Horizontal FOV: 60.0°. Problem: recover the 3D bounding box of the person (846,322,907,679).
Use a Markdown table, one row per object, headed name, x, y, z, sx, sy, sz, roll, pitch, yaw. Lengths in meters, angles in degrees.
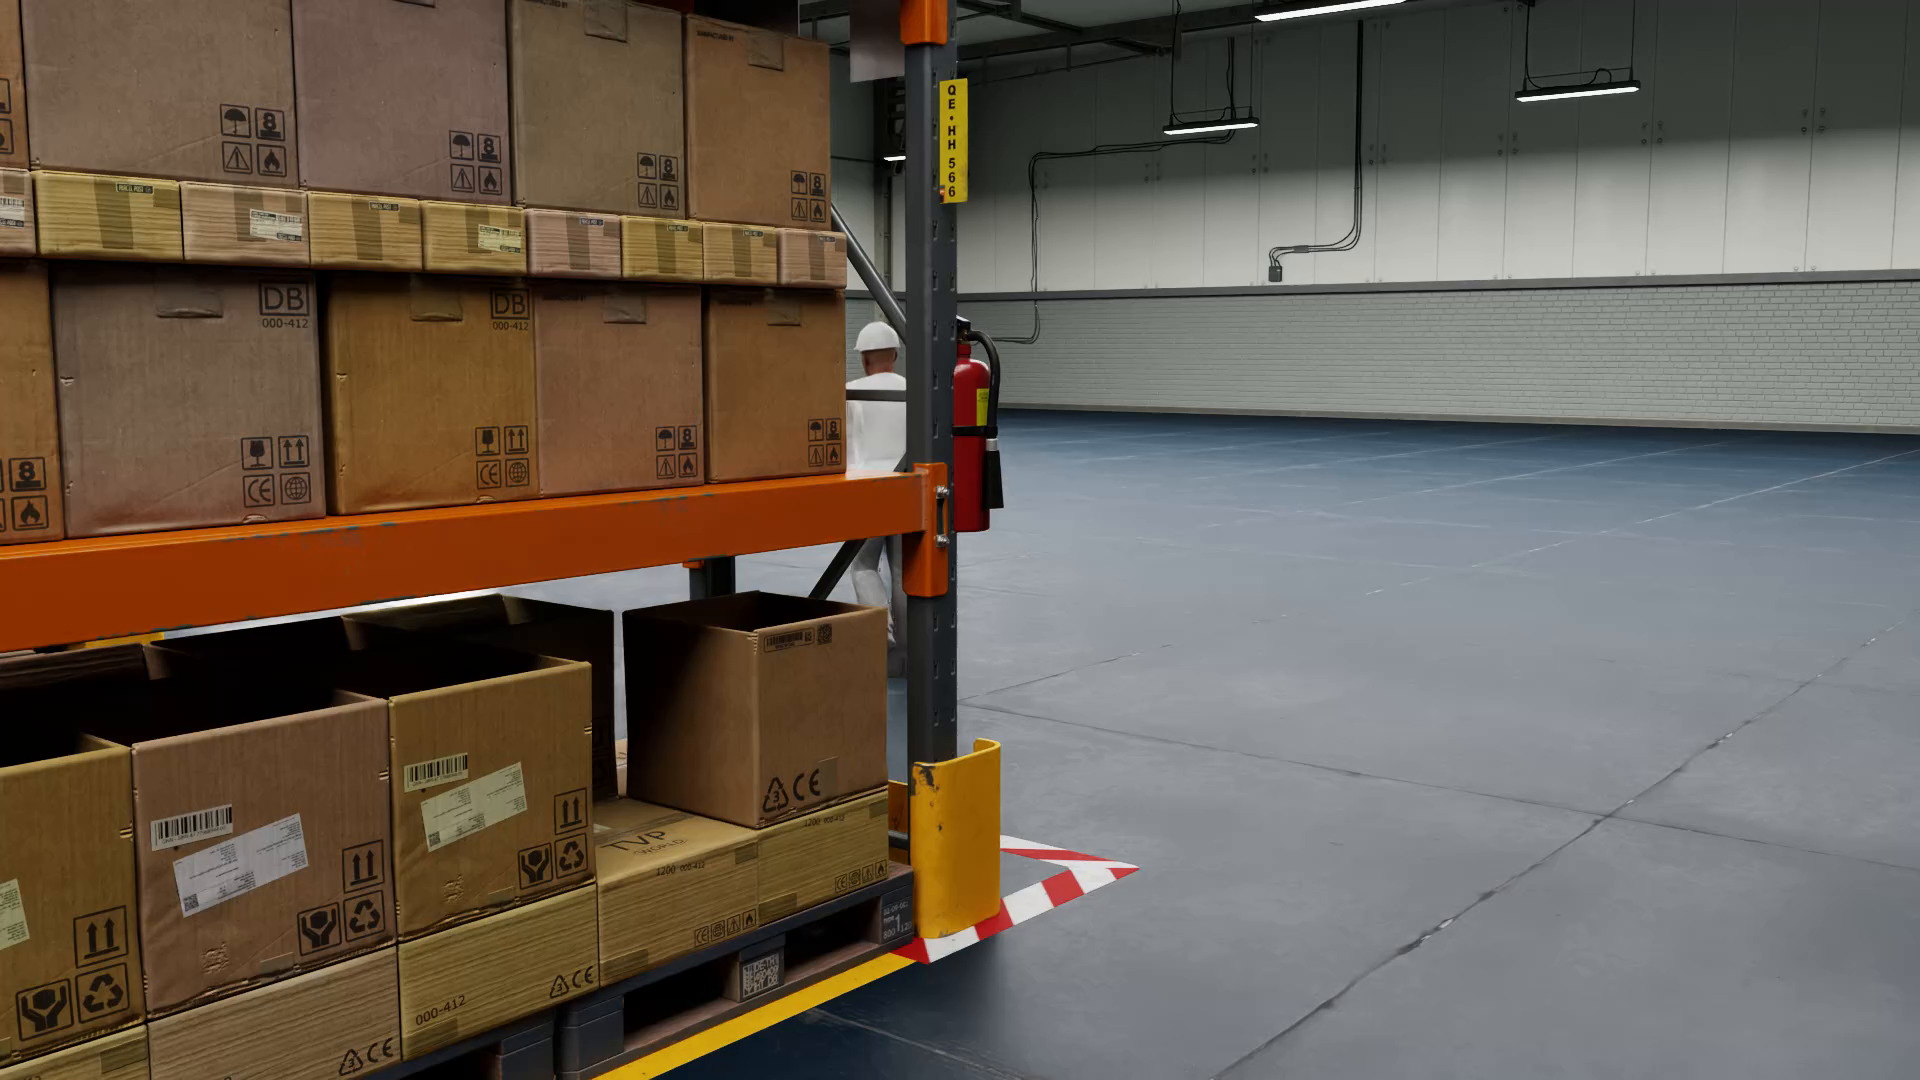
| name | x | y | z | sx | sy | sz | roll | pitch | yaw |
| --- | --- | --- | --- | --- | --- | --- | --- | --- | --- |
| person | -0.358 | -0.196 | 8.309 | 0.634 | 1.776 | 0.544 | -1 | 7 | -12 |
